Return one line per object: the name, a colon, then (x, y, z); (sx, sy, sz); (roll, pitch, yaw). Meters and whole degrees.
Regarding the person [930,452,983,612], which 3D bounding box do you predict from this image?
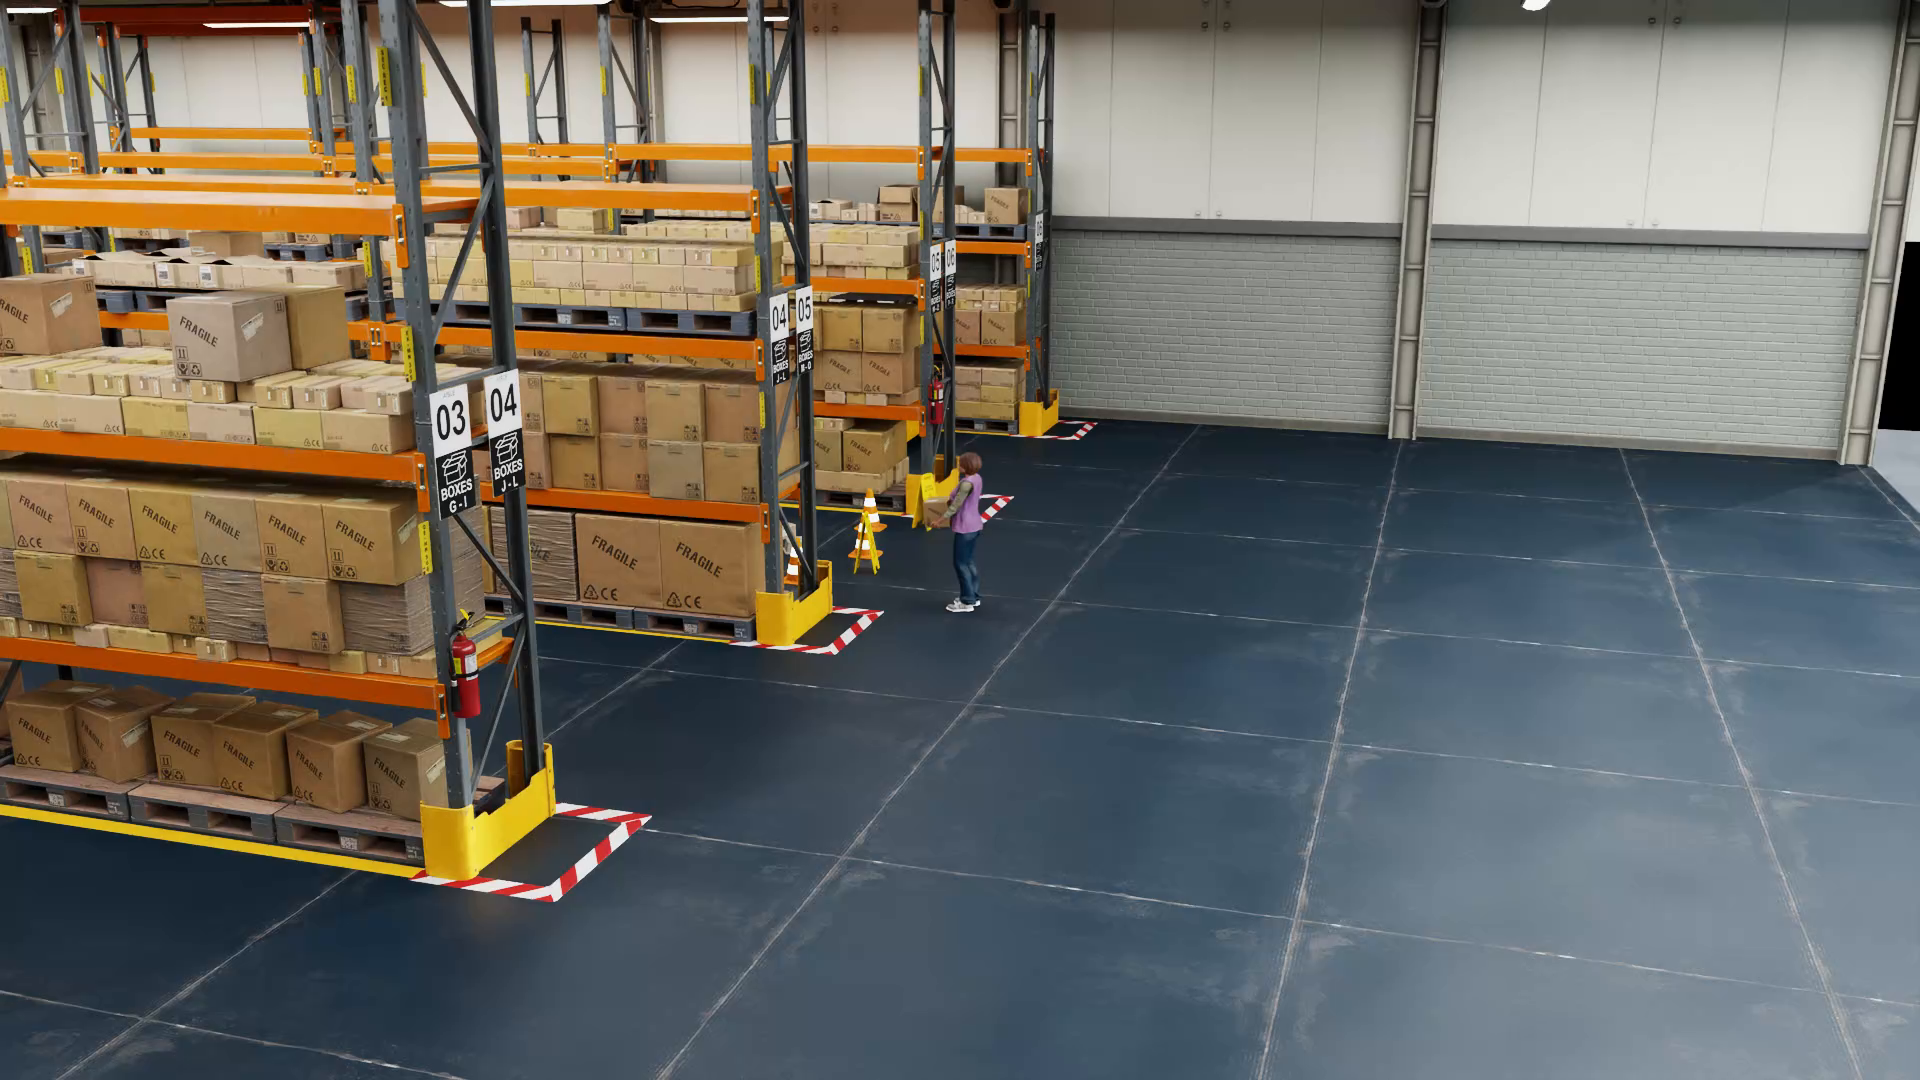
person: (-0.023, -0.095, 16.286); (0.489, 1.593, 0.405); (5, 16, 17)
